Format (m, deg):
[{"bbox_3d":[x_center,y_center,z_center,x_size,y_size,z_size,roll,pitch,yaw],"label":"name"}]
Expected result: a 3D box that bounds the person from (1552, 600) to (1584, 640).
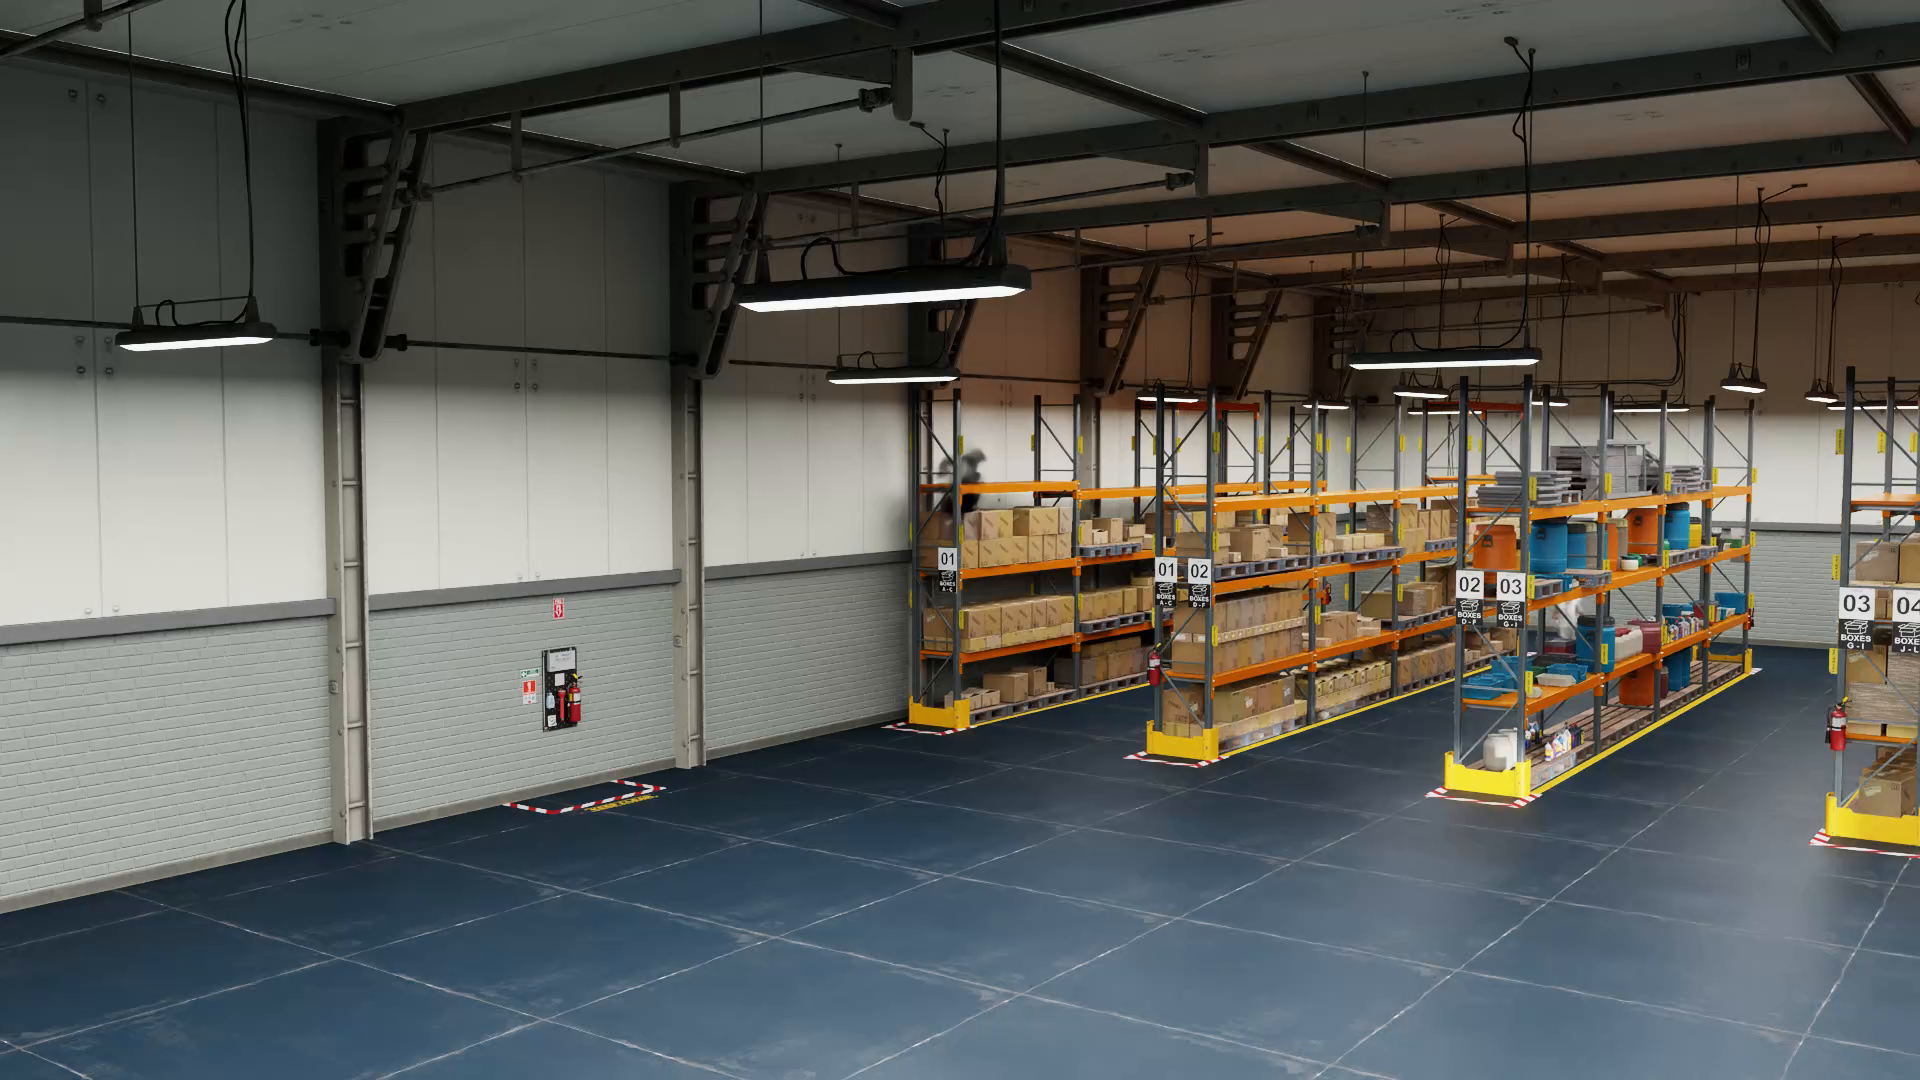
[{"bbox_3d":[13.831,1.984,37.865,0.701,1.744,0.694,2,4,25],"label":"person"}]
